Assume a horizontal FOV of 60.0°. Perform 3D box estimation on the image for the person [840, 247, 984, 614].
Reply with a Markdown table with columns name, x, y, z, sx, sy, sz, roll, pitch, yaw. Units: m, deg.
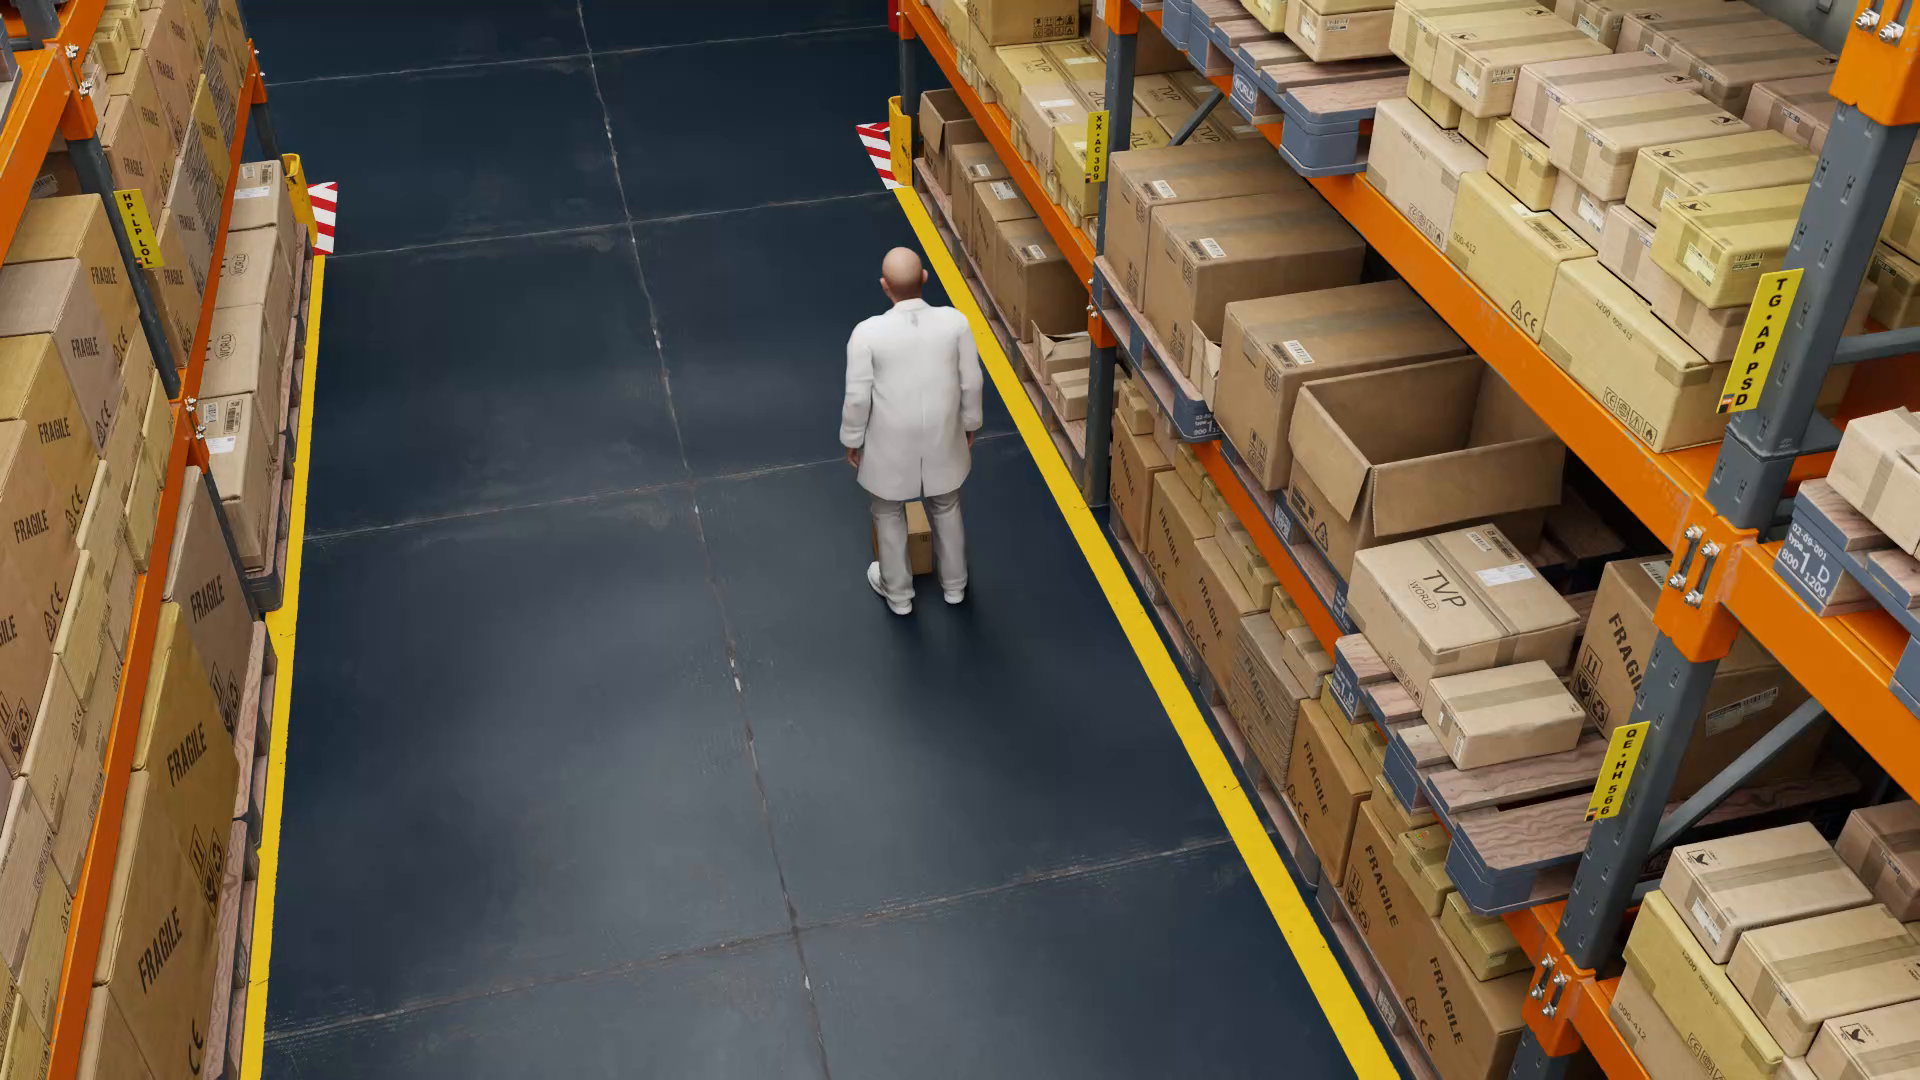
| name | x | y | z | sx | sy | sz | roll | pitch | yaw |
| --- | --- | --- | --- | --- | --- | --- | --- | --- | --- |
| person | -0.203 | -0.462 | 7.326 | 0.633 | 1.774 | 0.423 | -9 | 39 | -12 |
